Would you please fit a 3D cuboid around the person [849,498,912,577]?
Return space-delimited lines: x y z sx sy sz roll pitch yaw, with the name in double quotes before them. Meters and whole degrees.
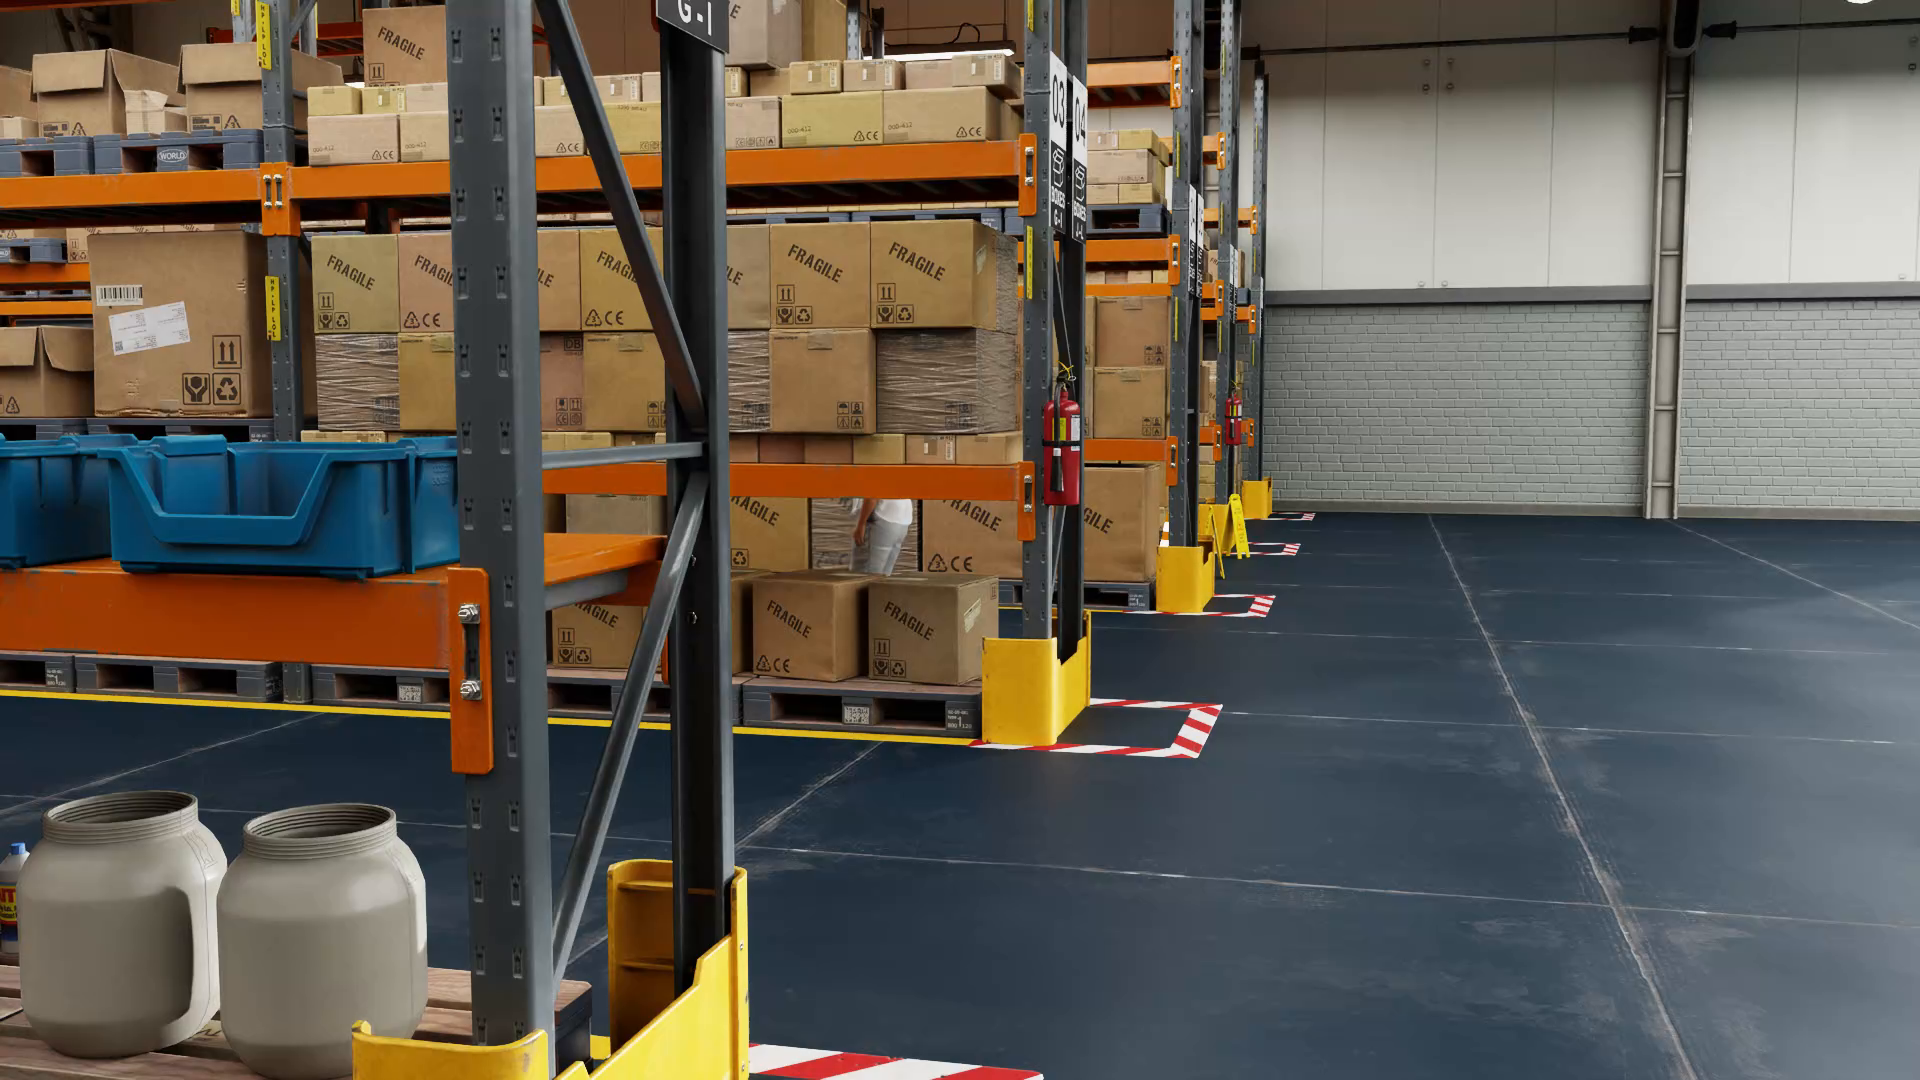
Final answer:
"person" -0.542 -0.101 10.406 0.461 1.666 0.538 1 5 12
